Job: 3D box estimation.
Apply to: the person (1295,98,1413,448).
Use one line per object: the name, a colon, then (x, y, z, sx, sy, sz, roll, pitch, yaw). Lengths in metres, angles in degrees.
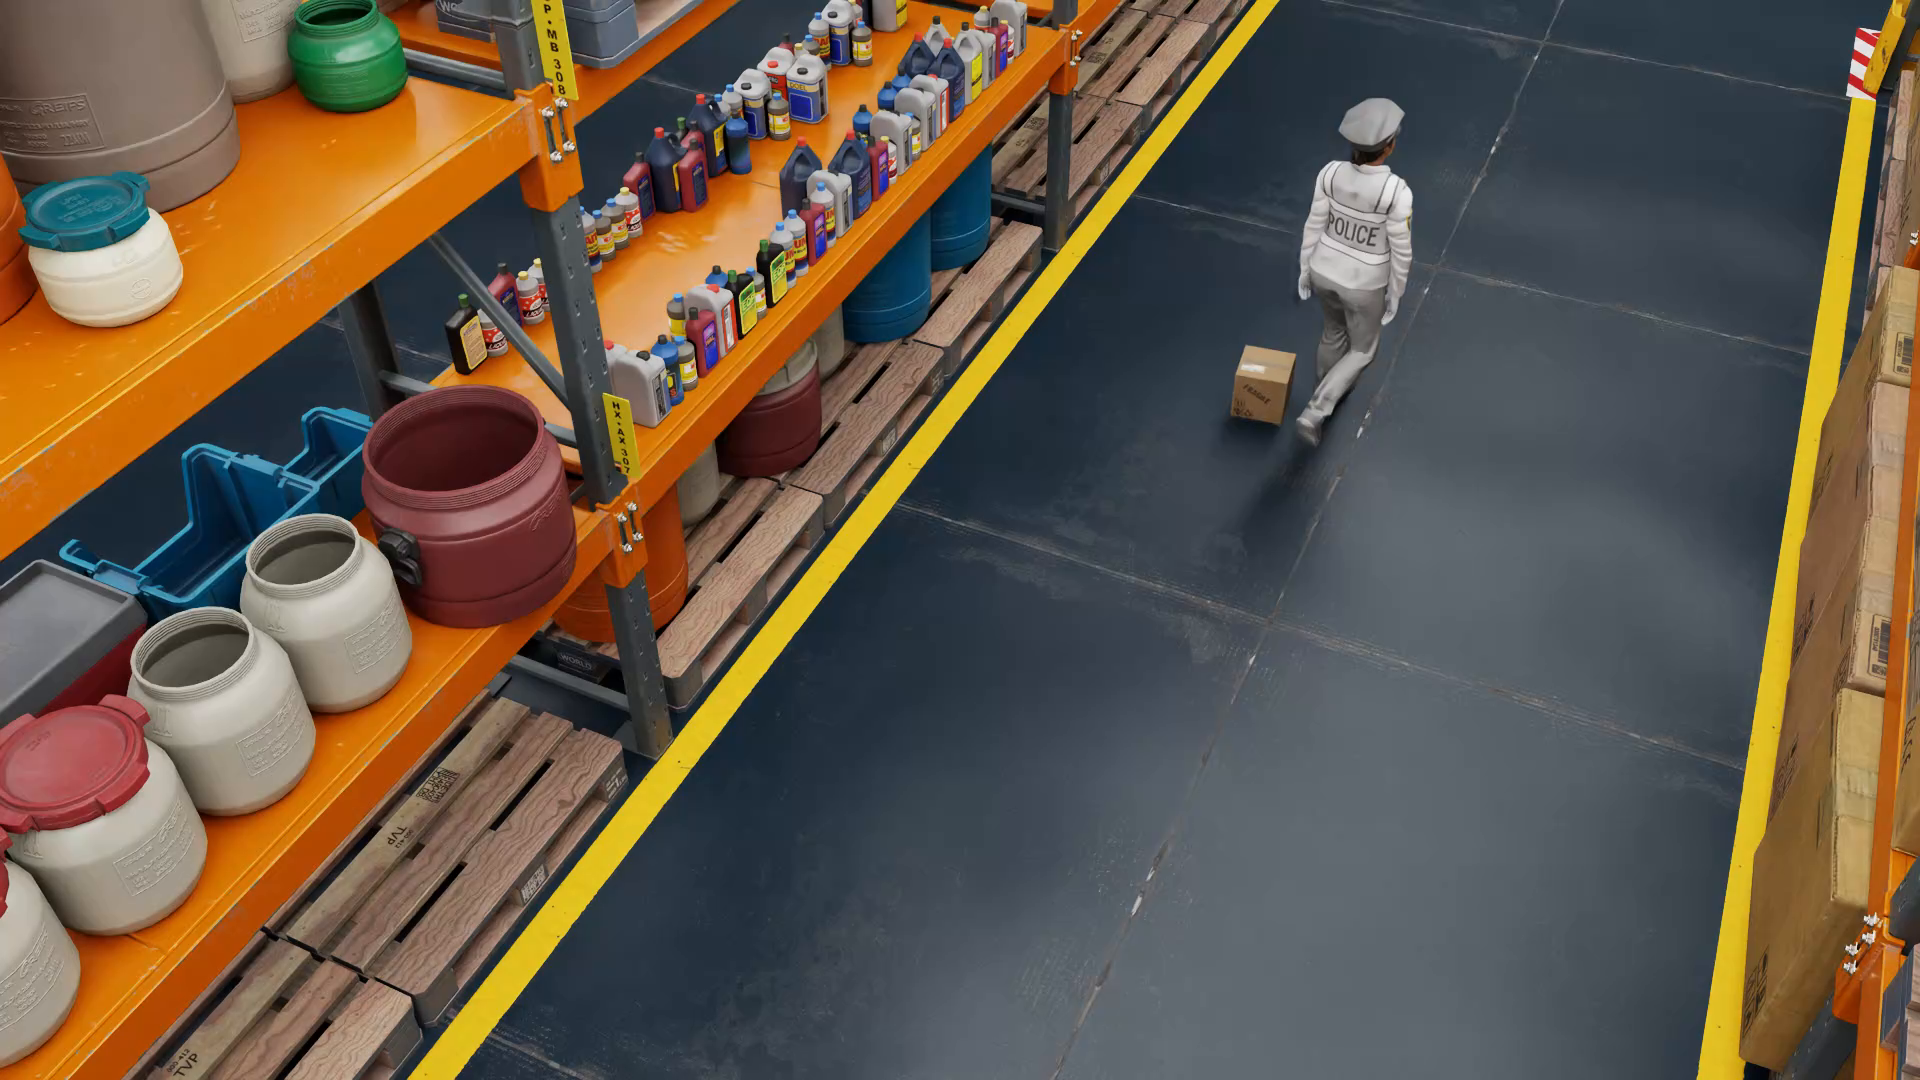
person: (1.723, -1.155, 7.387, 0.497, 1.656, 0.746, 29, 50, 28)
